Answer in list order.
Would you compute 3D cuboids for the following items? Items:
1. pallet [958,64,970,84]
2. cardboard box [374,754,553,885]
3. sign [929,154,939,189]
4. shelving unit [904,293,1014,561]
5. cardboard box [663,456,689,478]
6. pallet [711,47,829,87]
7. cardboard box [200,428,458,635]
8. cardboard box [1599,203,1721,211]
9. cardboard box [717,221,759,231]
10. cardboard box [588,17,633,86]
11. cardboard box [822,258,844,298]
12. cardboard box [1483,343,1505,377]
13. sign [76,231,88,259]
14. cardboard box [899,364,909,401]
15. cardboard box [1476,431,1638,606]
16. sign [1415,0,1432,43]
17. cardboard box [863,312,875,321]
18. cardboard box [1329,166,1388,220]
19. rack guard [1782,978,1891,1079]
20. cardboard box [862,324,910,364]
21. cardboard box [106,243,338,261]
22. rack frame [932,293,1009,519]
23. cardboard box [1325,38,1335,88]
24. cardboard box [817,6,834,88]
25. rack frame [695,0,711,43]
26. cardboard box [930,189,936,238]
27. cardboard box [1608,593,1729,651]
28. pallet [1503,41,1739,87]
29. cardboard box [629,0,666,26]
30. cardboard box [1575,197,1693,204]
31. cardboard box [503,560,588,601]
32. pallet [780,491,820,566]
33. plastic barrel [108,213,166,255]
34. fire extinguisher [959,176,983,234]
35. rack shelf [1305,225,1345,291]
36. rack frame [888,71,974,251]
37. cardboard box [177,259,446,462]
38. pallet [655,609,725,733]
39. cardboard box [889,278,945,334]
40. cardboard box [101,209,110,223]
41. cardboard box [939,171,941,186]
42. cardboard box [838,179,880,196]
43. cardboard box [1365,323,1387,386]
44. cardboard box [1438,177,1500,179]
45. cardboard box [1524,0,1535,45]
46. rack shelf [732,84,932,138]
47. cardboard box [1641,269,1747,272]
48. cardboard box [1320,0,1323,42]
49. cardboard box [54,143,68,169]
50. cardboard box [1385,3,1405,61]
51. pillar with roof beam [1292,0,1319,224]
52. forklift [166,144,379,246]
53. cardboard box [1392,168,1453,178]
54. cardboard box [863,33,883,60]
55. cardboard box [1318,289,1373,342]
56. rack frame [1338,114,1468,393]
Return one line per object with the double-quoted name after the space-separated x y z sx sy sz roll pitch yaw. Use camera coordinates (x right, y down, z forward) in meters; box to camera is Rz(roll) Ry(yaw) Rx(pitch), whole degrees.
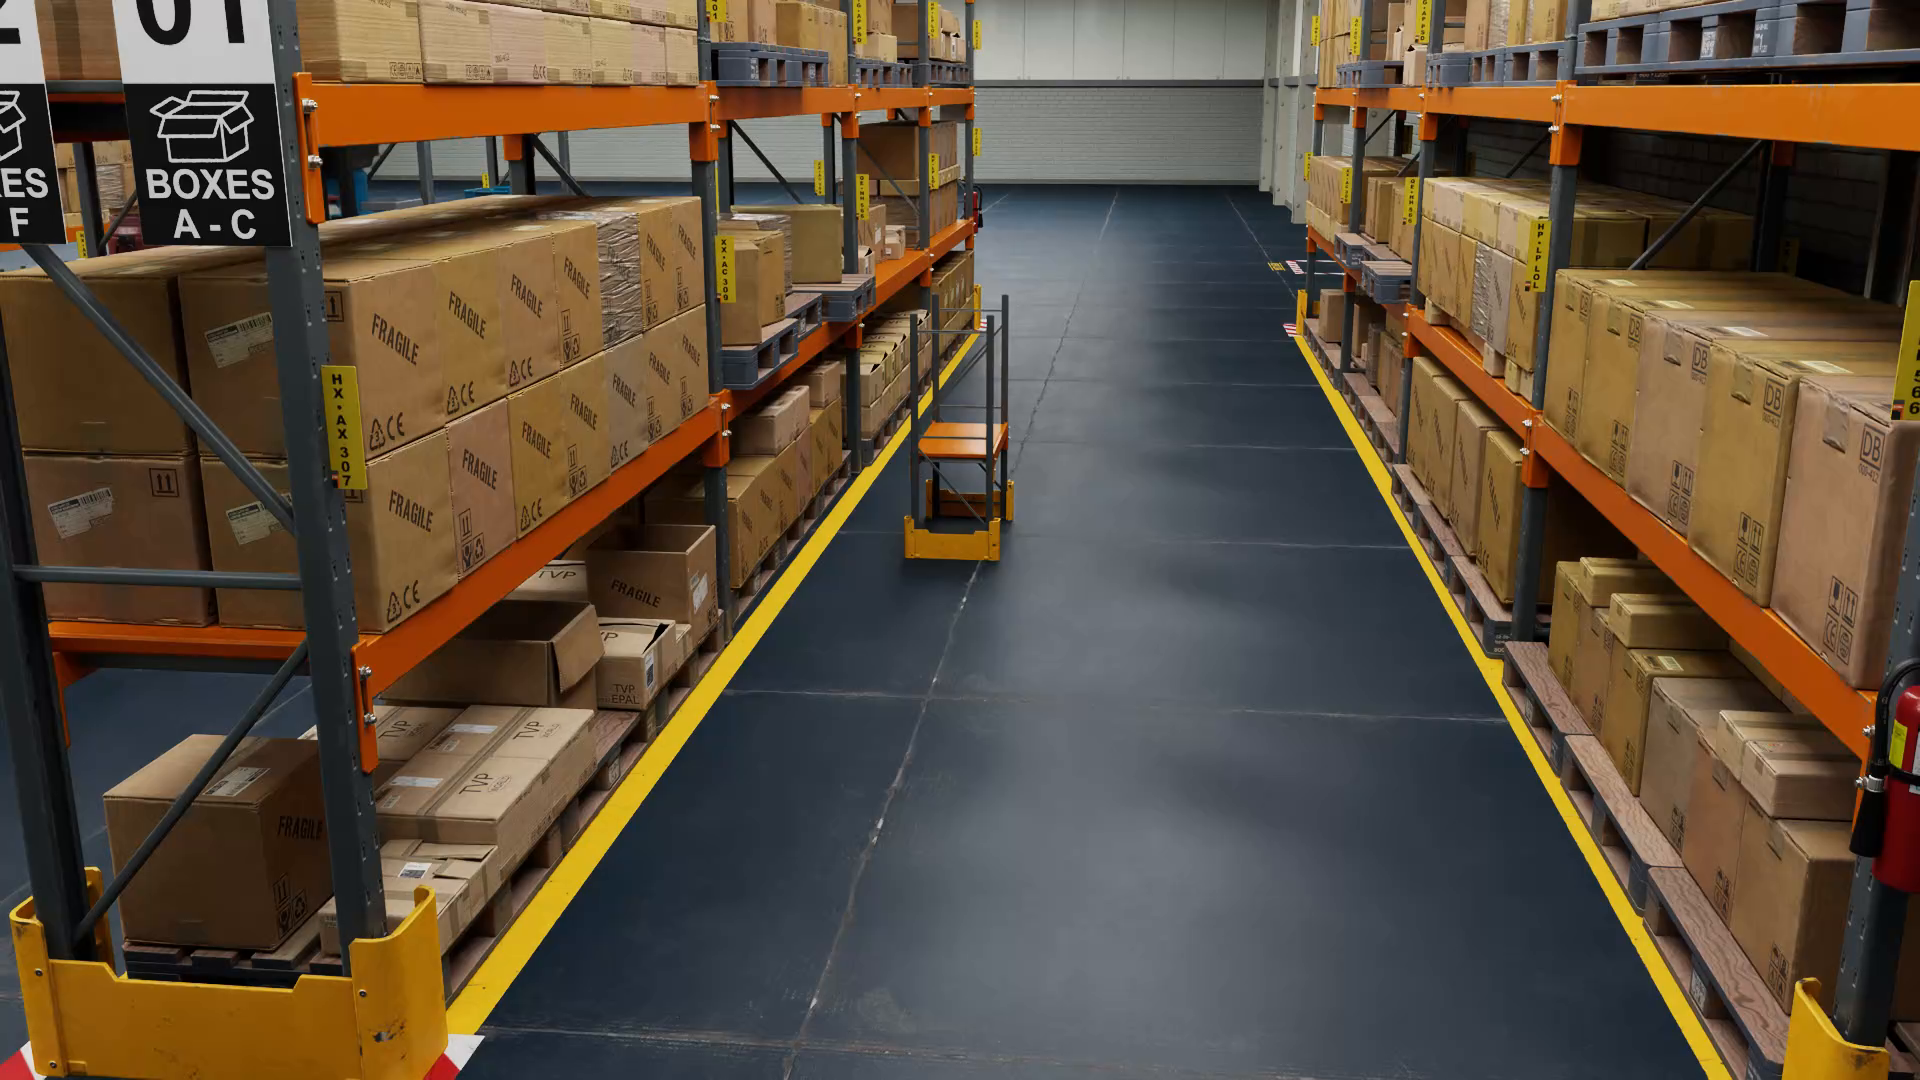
-0.448 -5.262 18.799 1.003 0.211 1.213 2 15 6 "pallet"
-1.748 0.963 5.779 0.500 0.250 0.500 2 15 6 "cardboard box"
-0.254 -3.509 15.827 0.100 0.325 0.005 2 15 6 "sign"
0.009 -0.744 10.539 0.587 1.500 1.083 2 15 6 "shelving unit"
-1.862 -0.197 9.591 0.500 0.500 0.500 2 15 6 "cardboard box"
-1.439 -2.721 9.590 1.213 0.211 1.003 2 15 6 "pallet"
-1.836 -0.045 4.892 0.500 0.500 0.500 2 15 7 "cardboard box"
3.589 -1.593 8.571 0.500 0.250 0.500 2 15 7 "cardboard box"
-1.559 -1.638 9.978 0.700 0.500 0.500 -2 15 -8 "cardboard box"
-1.602 -1.910 6.518 0.500 0.250 0.500 2 15 6 "cardboard box"
-1.161 -2.015 12.537 0.500 0.311 0.500 3 15 10 "cardboard box"
3.033 -0.969 8.942 0.380 0.149 0.250 2 15 6 "cardboard box"
-6.714 -2.205 12.756 0.100 0.325 0.005 2 15 6 "sign"
-0.728 -1.366 14.429 0.500 0.250 0.500 2 15 7 "cardboard box"
3.170 -0.120 8.672 0.750 0.750 0.750 2 15 7 "cardboard box"
3.138 -3.534 11.247 0.100 0.325 0.005 2 15 6 "sign"
-1.088 -2.048 15.879 0.500 0.311 0.500 2 15 6 "cardboard box"
3.925 -3.418 16.367 0.500 0.500 0.500 2 15 6 "cardboard box"
2.772 1.468 4.275 1.175 0.500 0.348 2 15 6 "rack guard"
-0.666 -1.770 14.851 0.500 0.311 0.500 2 15 6 "cardboard box"
-2.315 -0.675 5.306 0.500 0.500 0.500 2 15 8 "cardboard box"
0.067 -0.878 11.036 0.500 1.500 0.032 2 15 6 "rack frame"
4.143 -5.048 17.608 0.500 0.500 0.500 2 15 9 "cardboard box"
-1.319 -3.214 10.865 0.910 0.500 0.500 2 15 6 "cardboard box"
-1.697 -3.823 7.561 1.000 3.000 0.127 2 15 6 "rack frame"
-0.637 -3.433 17.418 0.700 0.500 0.500 2 15 7 "cardboard box"
2.761 0.318 6.480 0.380 0.149 0.250 1 15 5 "cardboard box"
3.280 -2.377 8.327 0.805 0.209 1.217 1 15 4 "pallet"
-1.542 -2.280 6.932 0.500 0.250 0.500 2 15 6 "cardboard box"
3.640 -1.723 9.053 0.500 0.250 0.500 1 15 4 "cardboard box"
-1.959 0.261 8.259 0.500 0.311 0.500 2 15 6 "cardboard box"
-1.507 -0.110 10.666 1.003 0.211 1.213 2 15 6 "pallet"
-6.415 -2.306 13.185 0.600 0.536 0.708 2 15 6 "plastic barrel"
0.132 -4.019 19.927 0.296 0.674 0.183 2 15 6 "fire extinguisher"
4.354 -3.029 17.494 1.077 0.370 4.000 2 15 6 "rack shelf"
-0.343 -4.039 19.854 1.000 3.000 0.127 2 15 6 "rack frame"
-1.836 -0.528 4.761 0.500 0.500 0.500 2 15 8 "cardboard box"
-1.775 0.597 8.050 1.003 0.211 1.213 2 15 6 "pallet"
-0.431 -2.350 16.635 0.500 0.500 0.500 2 15 6 "cardboard box"
-10.077 -3.739 19.224 0.380 0.149 0.250 2 15 6 "cardboard box"
-0.400 -3.829 17.643 0.380 0.149 0.250 2 15 6 "cardboard box"
-0.976 -3.440 16.204 0.380 0.149 0.250 2 15 6 "cardboard box"
4.062 -1.671 15.043 0.700 0.500 0.500 2 15 8 "cardboard box"
3.708 -2.568 12.134 0.380 0.149 0.250 -1 15 -3 "cardboard box"
3.553 -2.990 9.193 0.700 0.500 0.500 2 15 6 "cardboard box"
-1.020 -3.584 13.802 1.077 0.370 4.000 2 15 6 "rack shelf"
3.528 -1.096 8.168 0.500 0.500 0.500 1 15 4 "cardboard box"
4.295 -5.790 18.438 0.500 0.500 0.500 1 15 2 "cardboard box"
-10.221 -4.338 18.281 0.500 0.500 0.500 2 15 6 "cardboard box"
3.987 -4.417 14.507 0.500 0.500 0.500 4 16 14 "cardboard box"
3.114 -11.379 35.504 9.100 9.000 0.400 2 15 6 "pillar with roof beam"
-4.210 -1.445 10.392 1.130 2.935 3.031 -1 15 -4 "forklift"
4.389 -3.272 15.829 0.500 0.500 0.500 1 15 5 "cardboard box"
-0.932 -4.278 14.474 0.500 0.250 0.500 0 15 1 "cardboard box"
4.216 -2.387 17.688 0.700 0.500 0.500 1 15 3 "cardboard box"
4.128 -2.857 15.482 1.000 3.000 0.127 2 15 6 "rack frame"
